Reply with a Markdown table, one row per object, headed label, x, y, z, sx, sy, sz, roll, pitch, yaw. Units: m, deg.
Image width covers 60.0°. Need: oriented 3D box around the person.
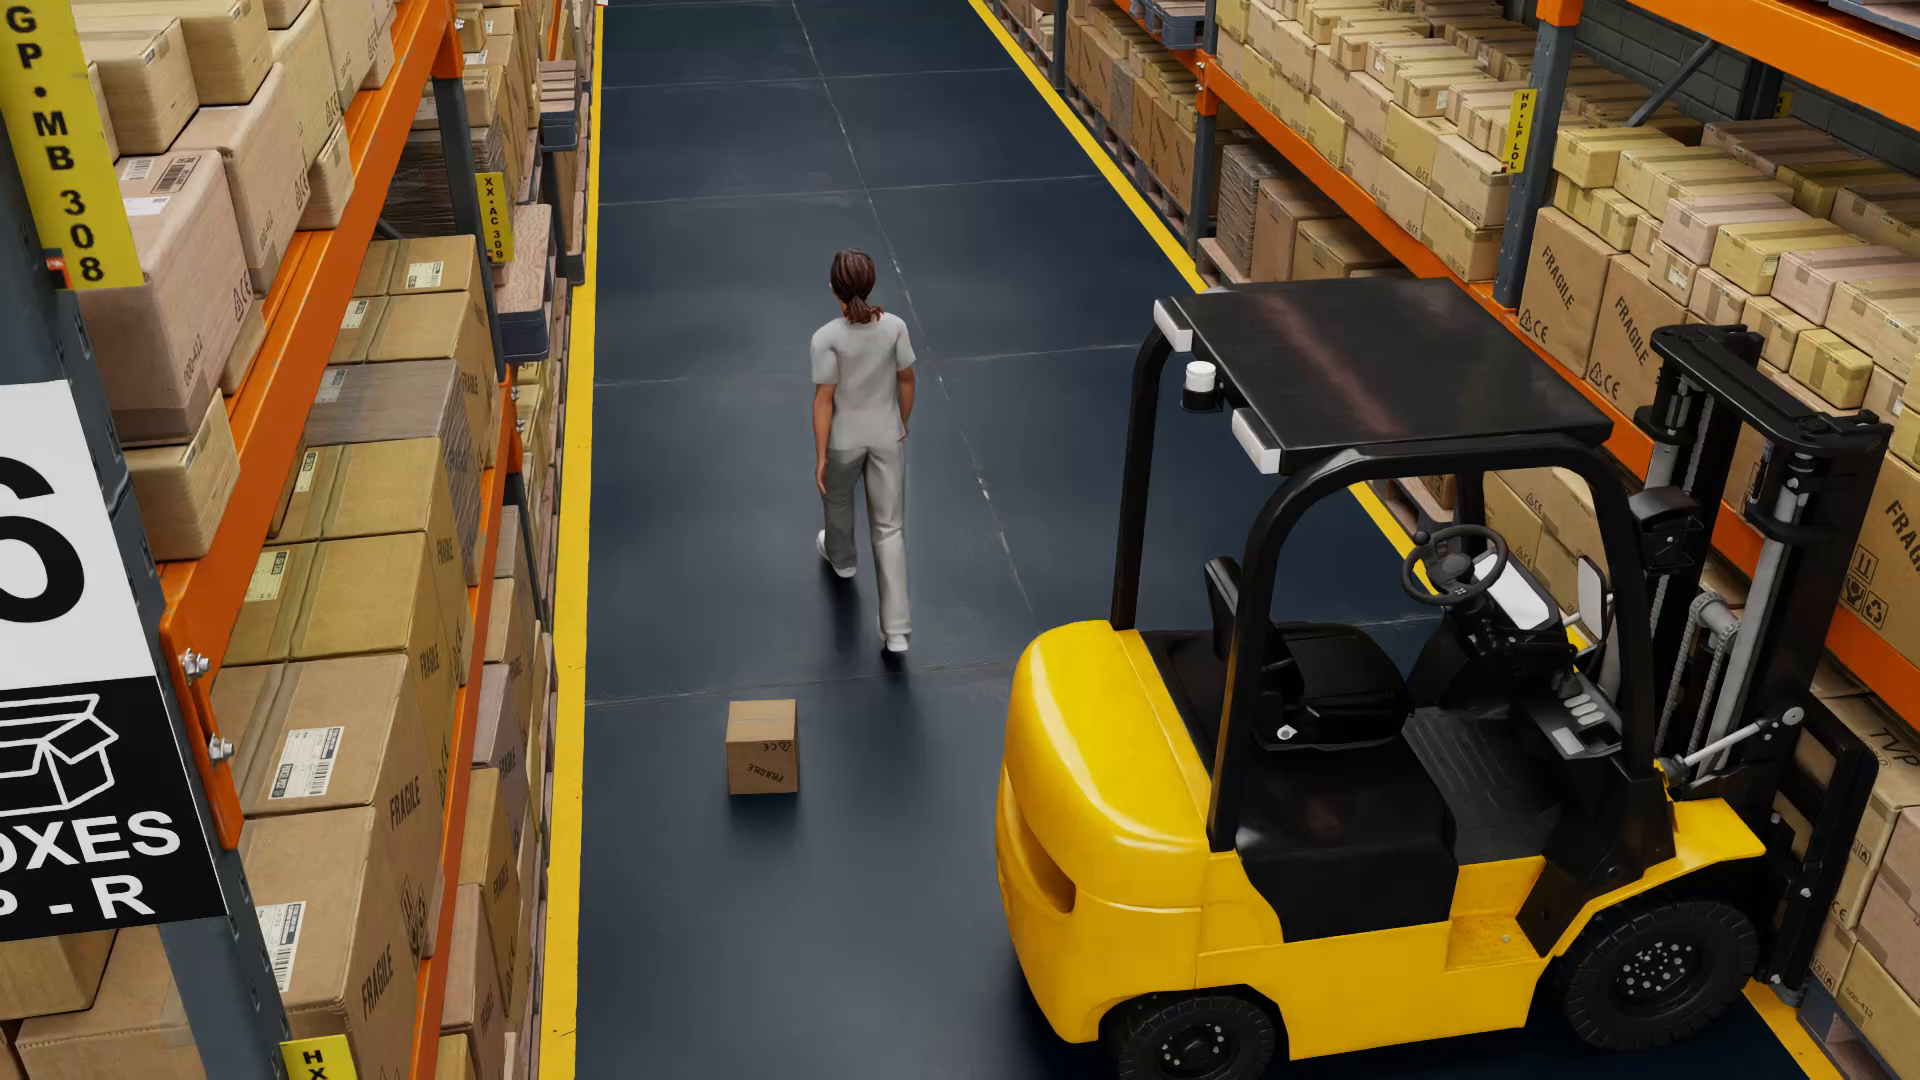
| label | x | y | z | sx | sy | sz | roll | pitch | yaw |
| --- | --- | --- | --- | --- | --- | --- | --- | --- | --- |
| person | -0.392 | -0.413 | 6.850 | 0.465 | 1.614 | 1.056 | -8 | 32 | -13 |
